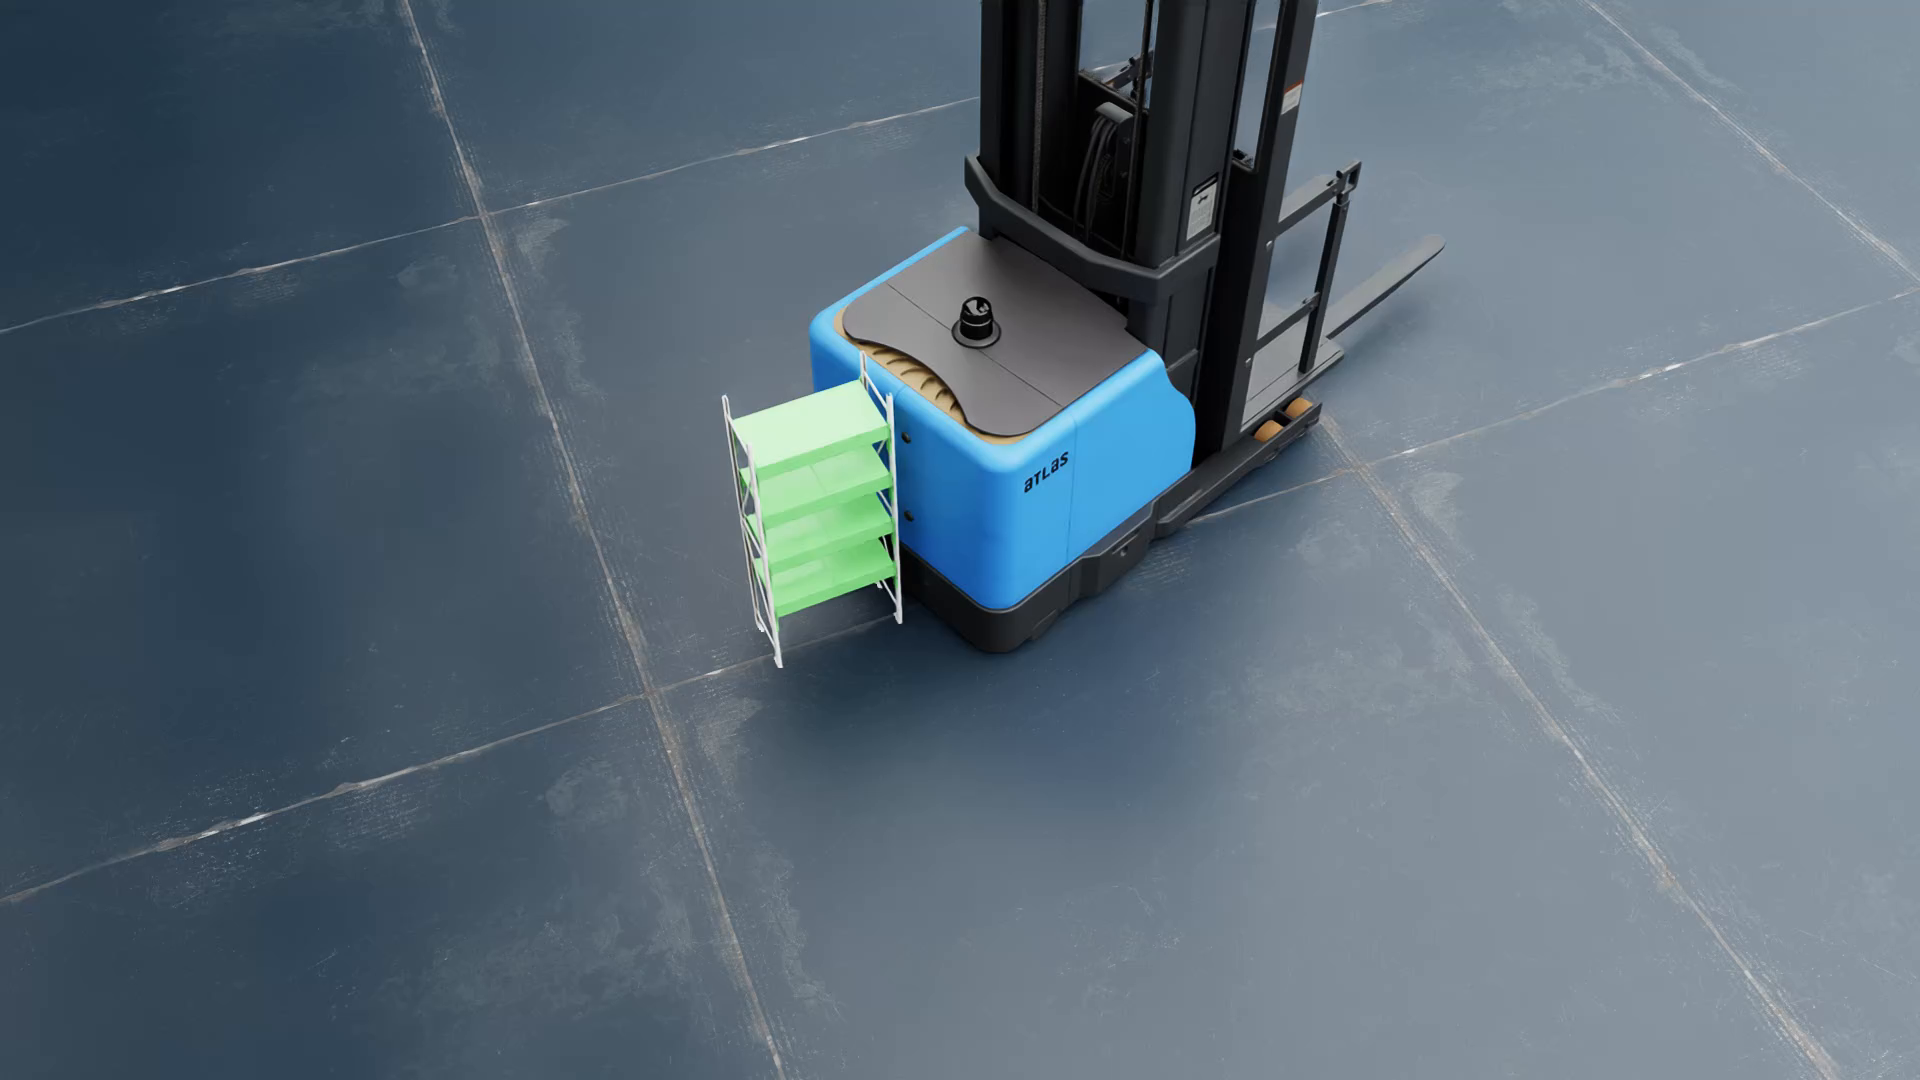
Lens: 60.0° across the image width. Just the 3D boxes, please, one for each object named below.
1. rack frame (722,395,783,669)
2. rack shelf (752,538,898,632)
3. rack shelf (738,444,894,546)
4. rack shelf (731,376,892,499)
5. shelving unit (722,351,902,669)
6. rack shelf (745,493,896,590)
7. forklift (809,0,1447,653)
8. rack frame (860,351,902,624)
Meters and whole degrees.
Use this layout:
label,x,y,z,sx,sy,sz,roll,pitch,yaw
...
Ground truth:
label,x,y,z,sx,sy,sz,roll,pitch,yaw
rack frame,-0.718,0.004,5.796,0.015,1.200,0.240,-20,52,-16
rack shelf,-0.497,0.123,6.095,0.480,0.148,0.258,-20,52,-16
rack shelf,-0.497,-0.190,5.731,0.480,0.148,0.258,-20,52,-16
rack shelf,-0.497,-0.346,5.549,0.480,0.148,0.258,-20,52,-16
shelving unit,-0.497,-0.075,5.865,0.503,1.200,0.258,-20,52,-16
rack shelf,-0.497,-0.034,5.913,0.480,0.148,0.258,-20,52,-16
forklift,0.861,-1.540,5.981,3.031,2.935,1.130,-36,58,-27
rack frame,-0.277,-0.155,5.933,0.015,1.200,0.240,-20,52,-16
